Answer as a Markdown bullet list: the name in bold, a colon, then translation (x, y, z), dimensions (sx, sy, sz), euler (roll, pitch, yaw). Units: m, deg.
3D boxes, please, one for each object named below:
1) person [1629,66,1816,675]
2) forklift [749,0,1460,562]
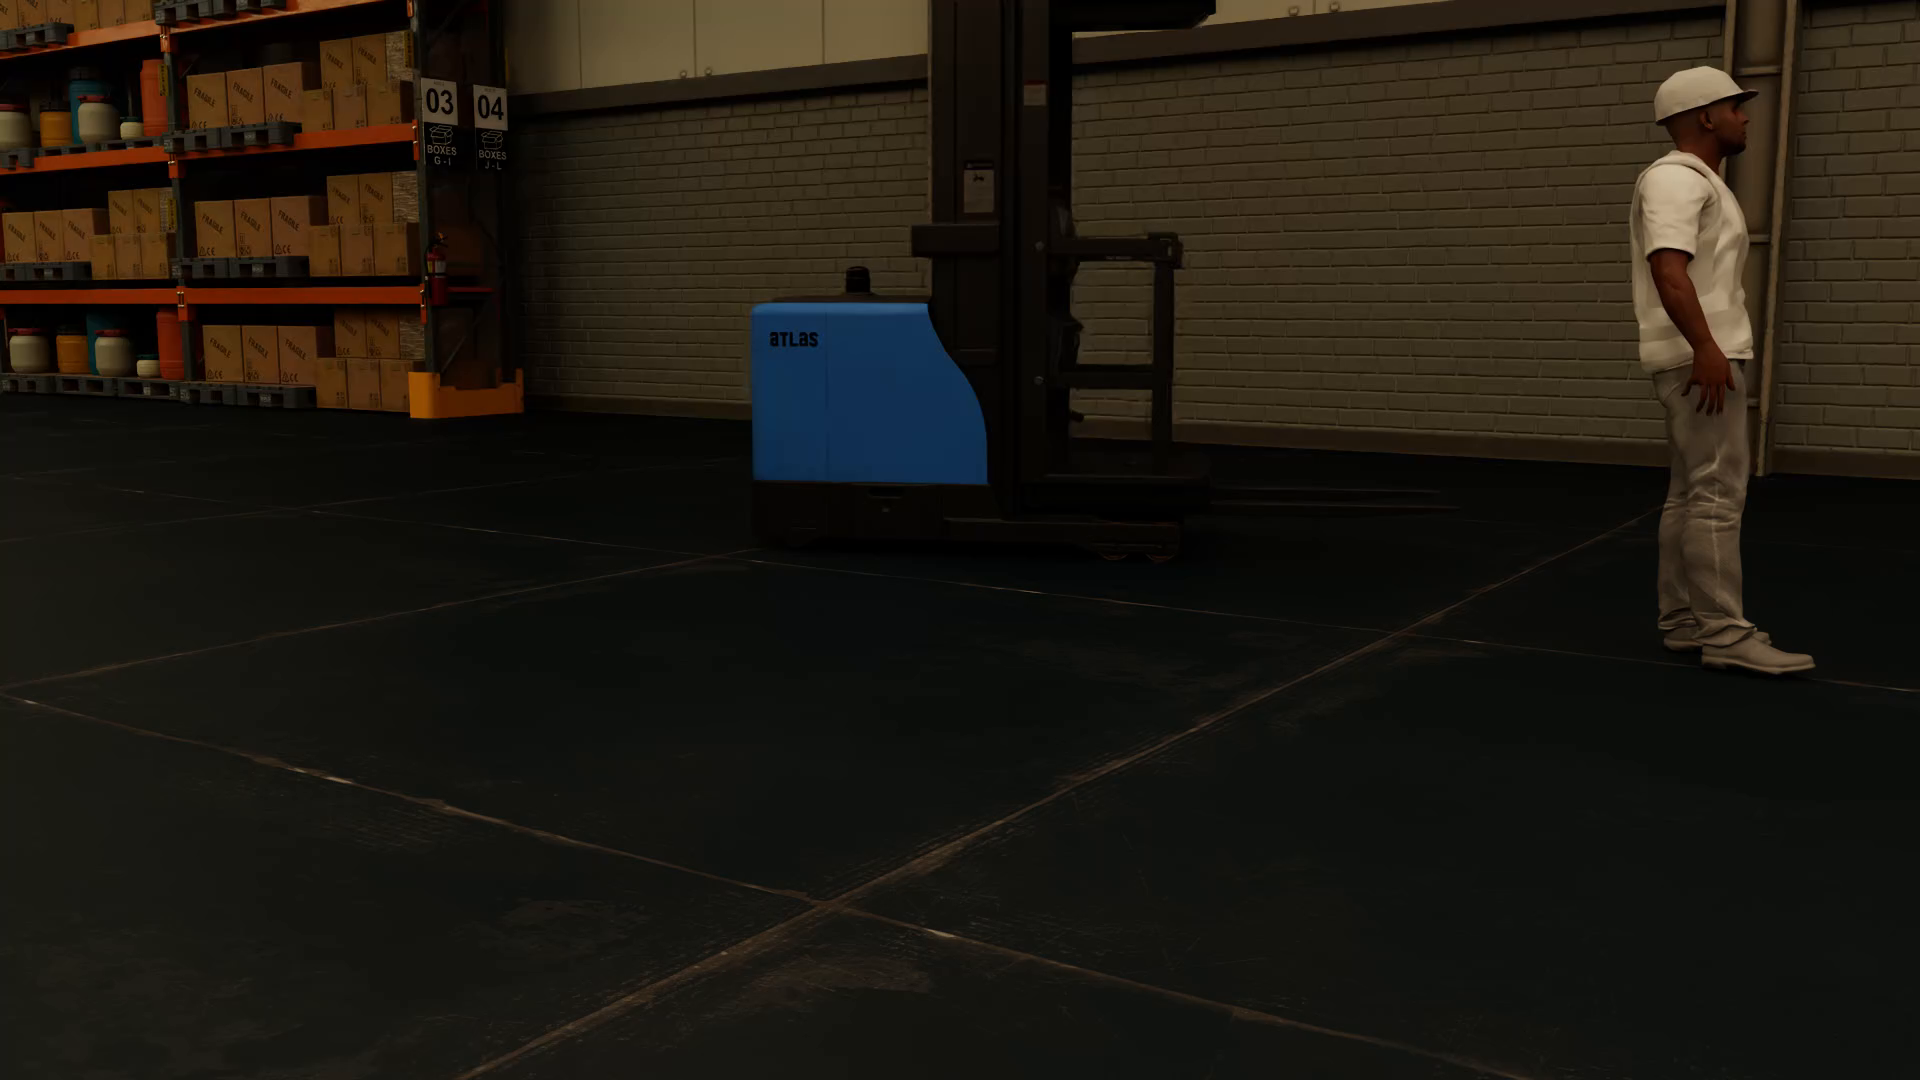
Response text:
- **person**: translation (2.304, -0.529, 5.001), dimensions (0.577, 1.766, 0.666), euler (4, 9, 25)
- **forklift**: translation (0.640, -1.439, 7.314), dimensions (3.031, 2.935, 1.130), euler (1, 8, 9)
